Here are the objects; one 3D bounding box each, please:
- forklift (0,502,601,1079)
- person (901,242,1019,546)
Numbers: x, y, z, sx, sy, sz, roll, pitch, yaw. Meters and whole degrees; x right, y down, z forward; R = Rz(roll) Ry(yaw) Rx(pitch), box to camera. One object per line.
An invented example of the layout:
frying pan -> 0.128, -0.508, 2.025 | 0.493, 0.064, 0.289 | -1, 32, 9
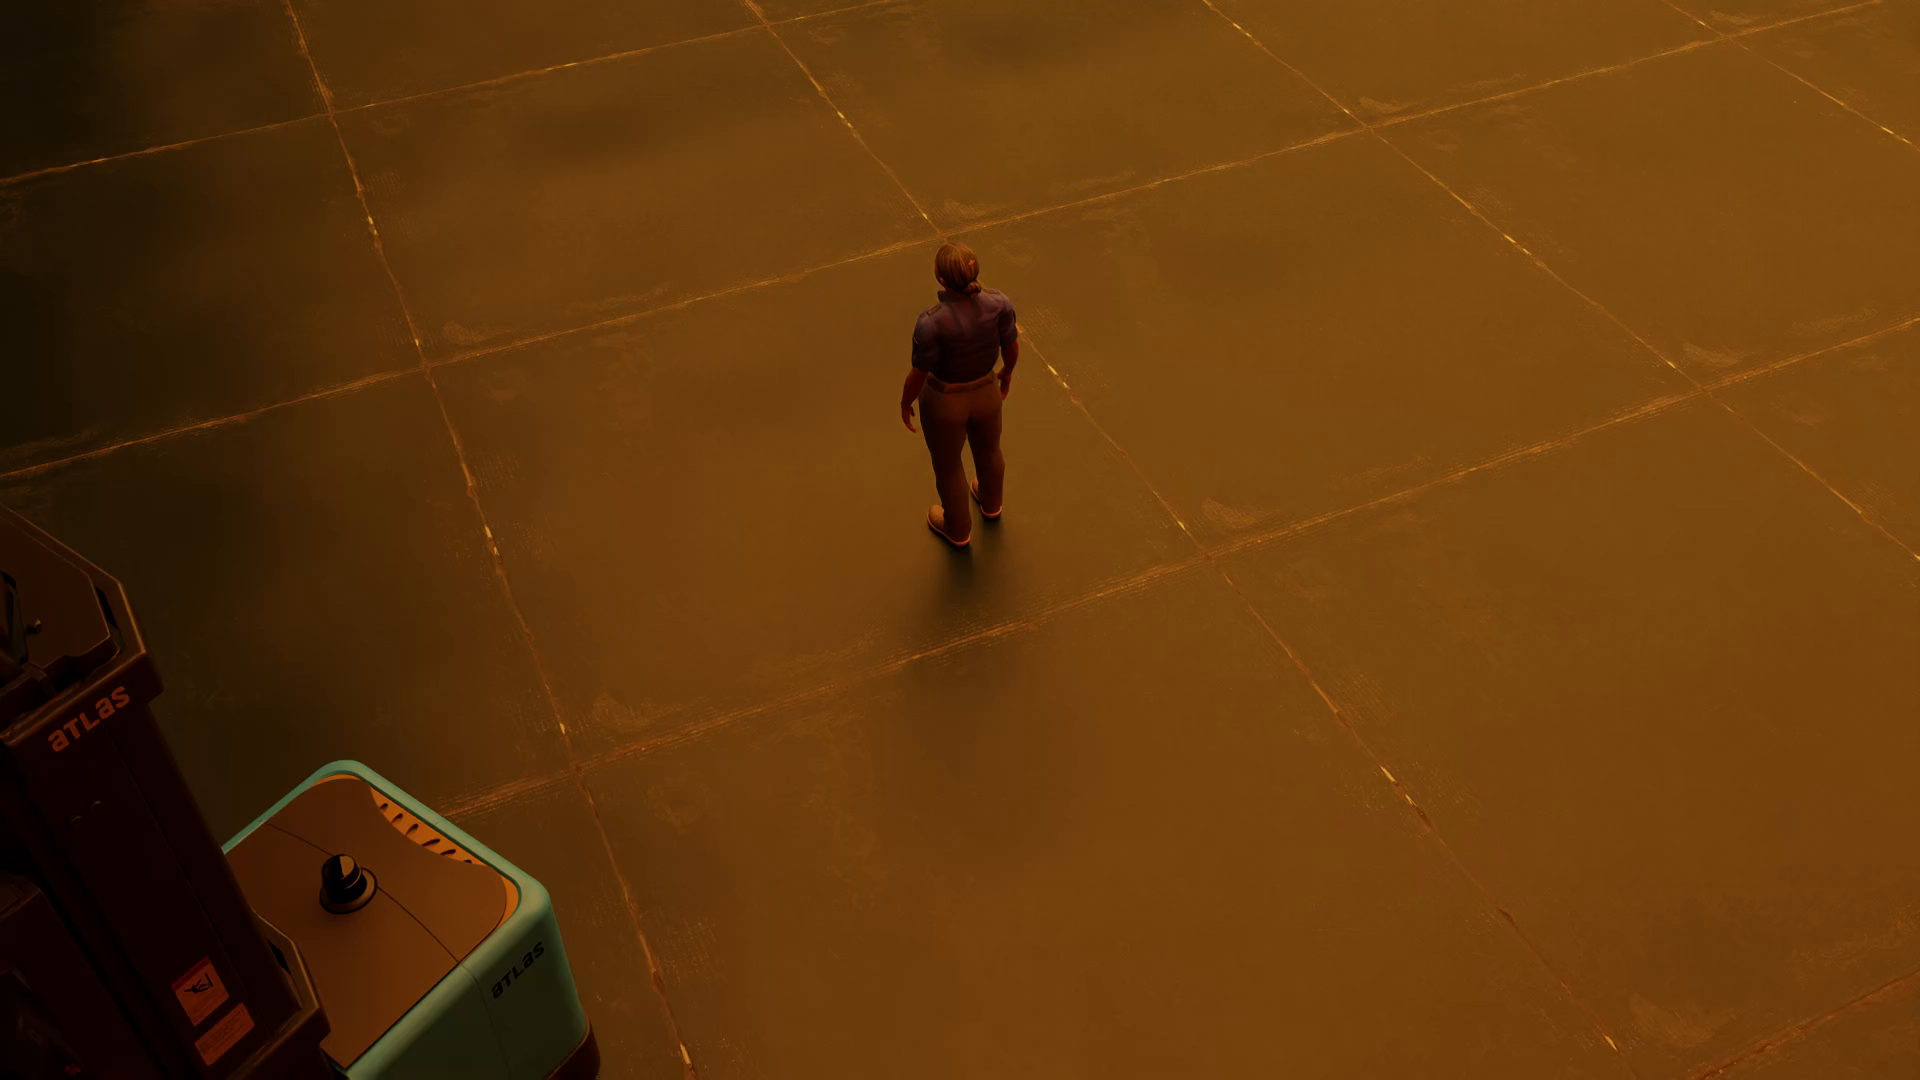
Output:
forklift -> -2.504, 1.428, 4.150 | 1.130, 2.935, 3.031 | 26, 49, 25
person -> -0.019, -0.670, 7.323 | 0.570, 1.656, 0.503 | -18, 46, -18
